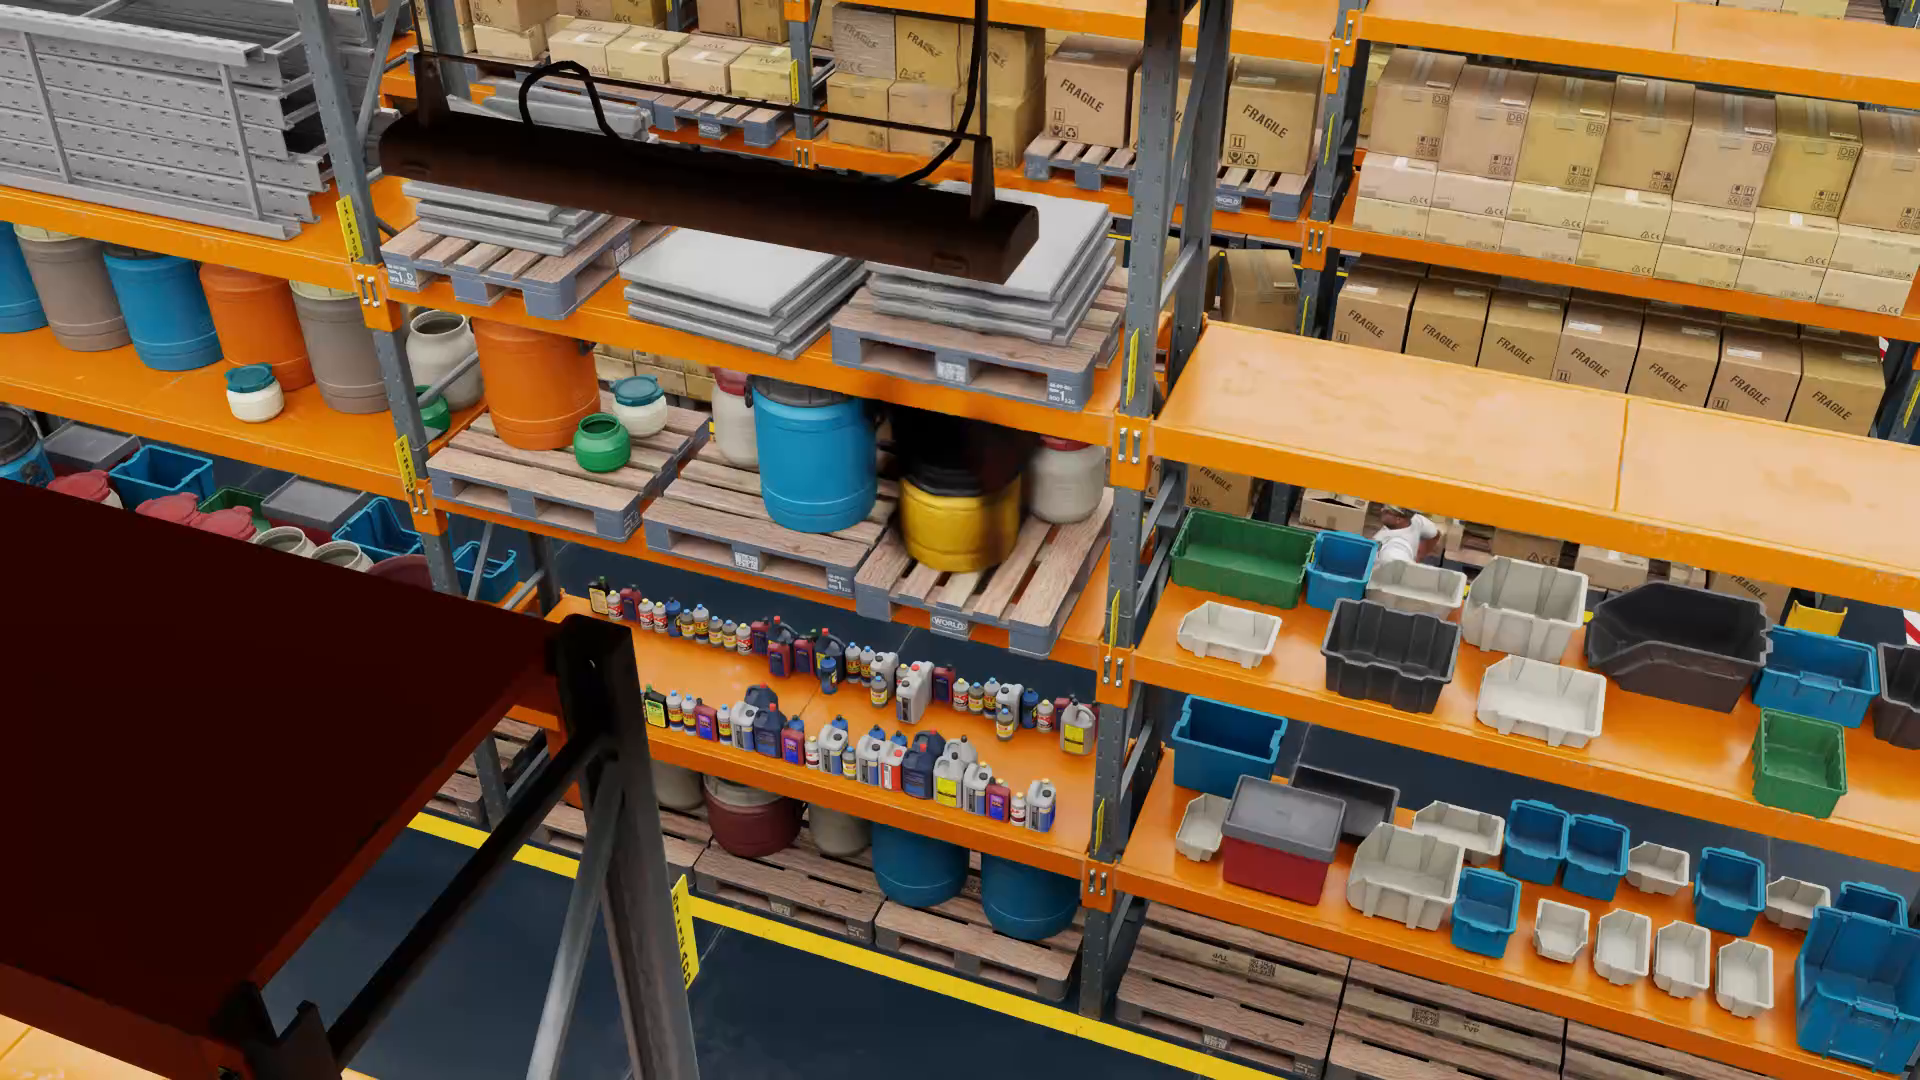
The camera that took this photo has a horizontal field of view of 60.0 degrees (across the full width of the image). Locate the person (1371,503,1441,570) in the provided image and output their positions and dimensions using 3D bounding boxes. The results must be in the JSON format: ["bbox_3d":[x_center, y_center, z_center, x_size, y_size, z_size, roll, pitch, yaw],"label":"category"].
[{"bbox_3d":[2.940,0.423,11.330,0.893,1.836,0.634,7,37,10],"label":"person"}]

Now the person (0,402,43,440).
[{"bbox_3d":[-8.114,-1.361,13.842,0.520,1.652,0.599,9,37,11],"label":"person"}]
